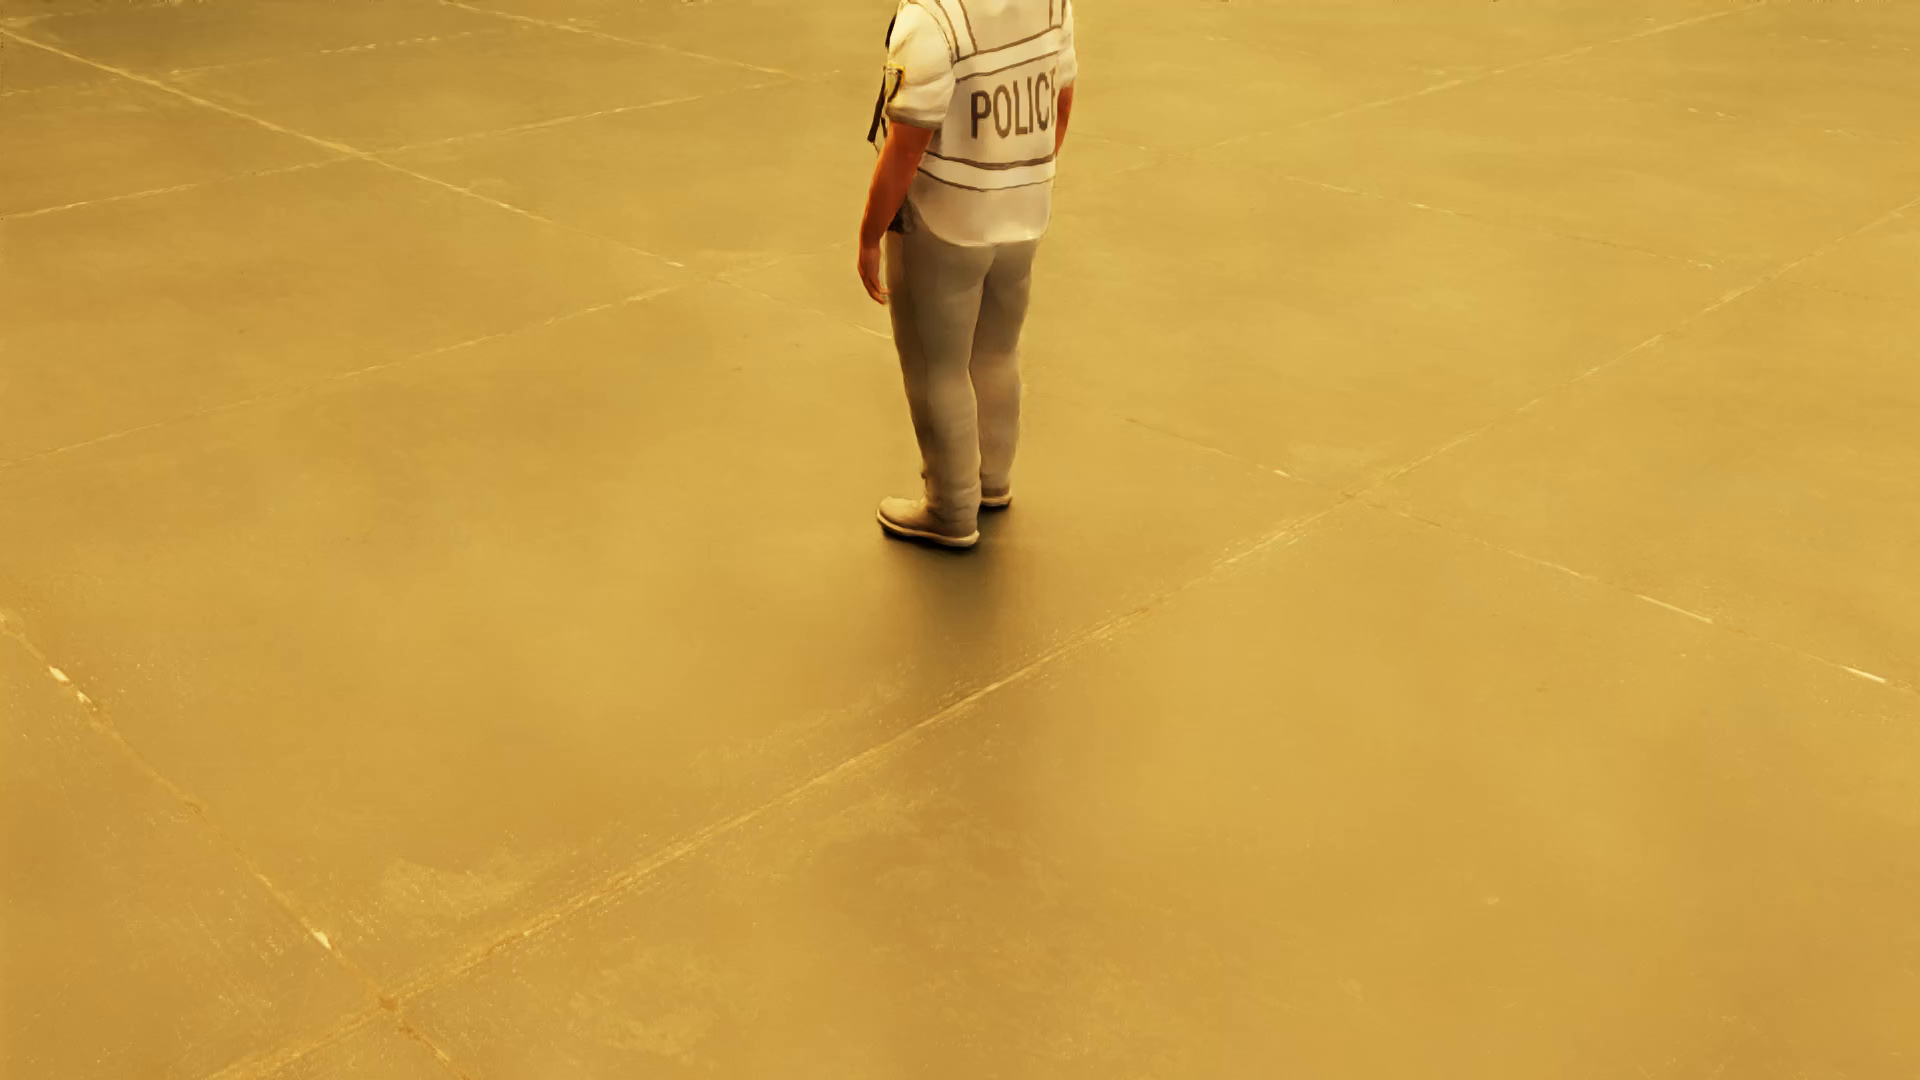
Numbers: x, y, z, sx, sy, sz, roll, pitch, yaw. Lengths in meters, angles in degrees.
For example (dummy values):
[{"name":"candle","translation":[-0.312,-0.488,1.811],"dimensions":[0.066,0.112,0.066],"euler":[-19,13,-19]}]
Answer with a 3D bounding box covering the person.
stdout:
[{"name":"person","translation":[-0.046,-0.835,4.204],"dimensions":[0.640,1.781,0.574],"euler":[-24,35,-39]}]
